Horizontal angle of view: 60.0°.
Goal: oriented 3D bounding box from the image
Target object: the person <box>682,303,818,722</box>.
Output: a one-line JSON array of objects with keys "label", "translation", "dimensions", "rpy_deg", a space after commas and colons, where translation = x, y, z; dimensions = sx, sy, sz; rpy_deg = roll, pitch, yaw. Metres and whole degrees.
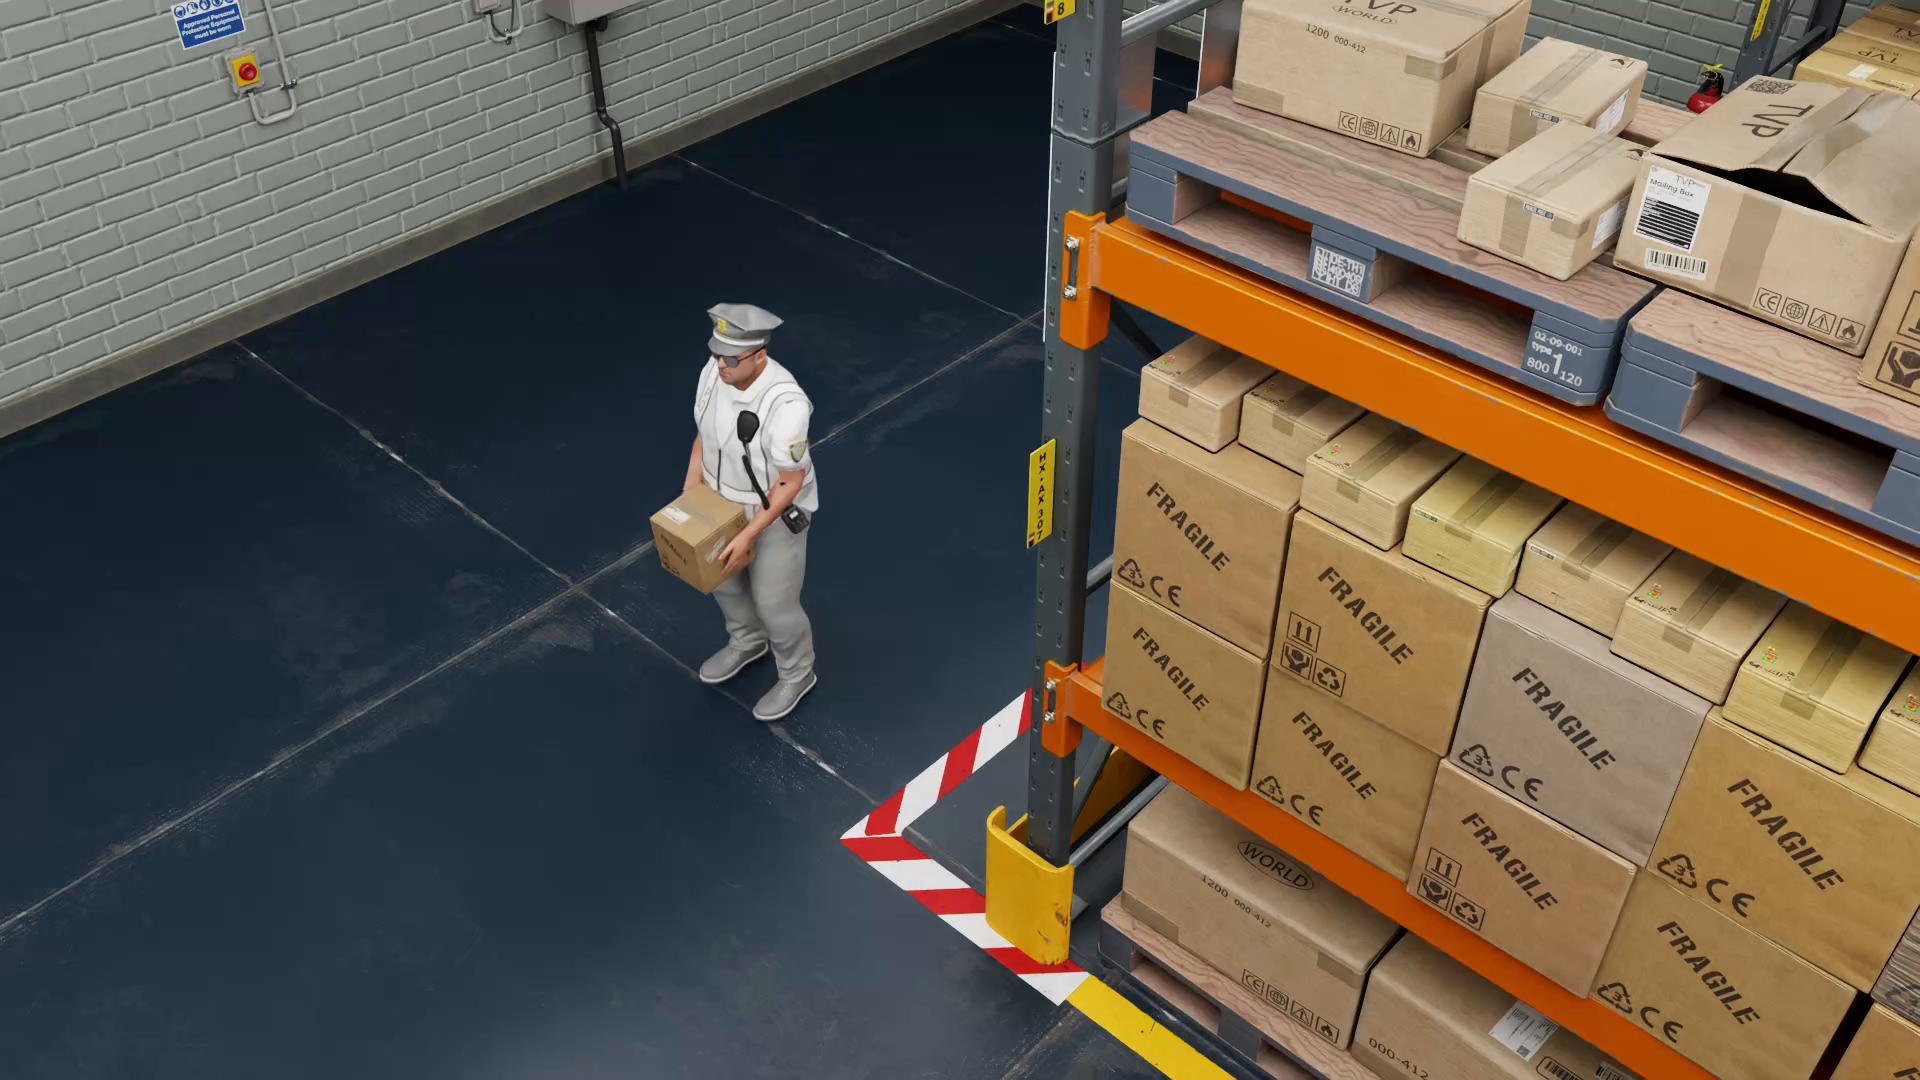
[{"label": "person", "translation": [-0.802, -0.094, 6.245], "dimensions": [0.530, 1.772, 0.513], "rpy_deg": [29, 48, 31]}]
